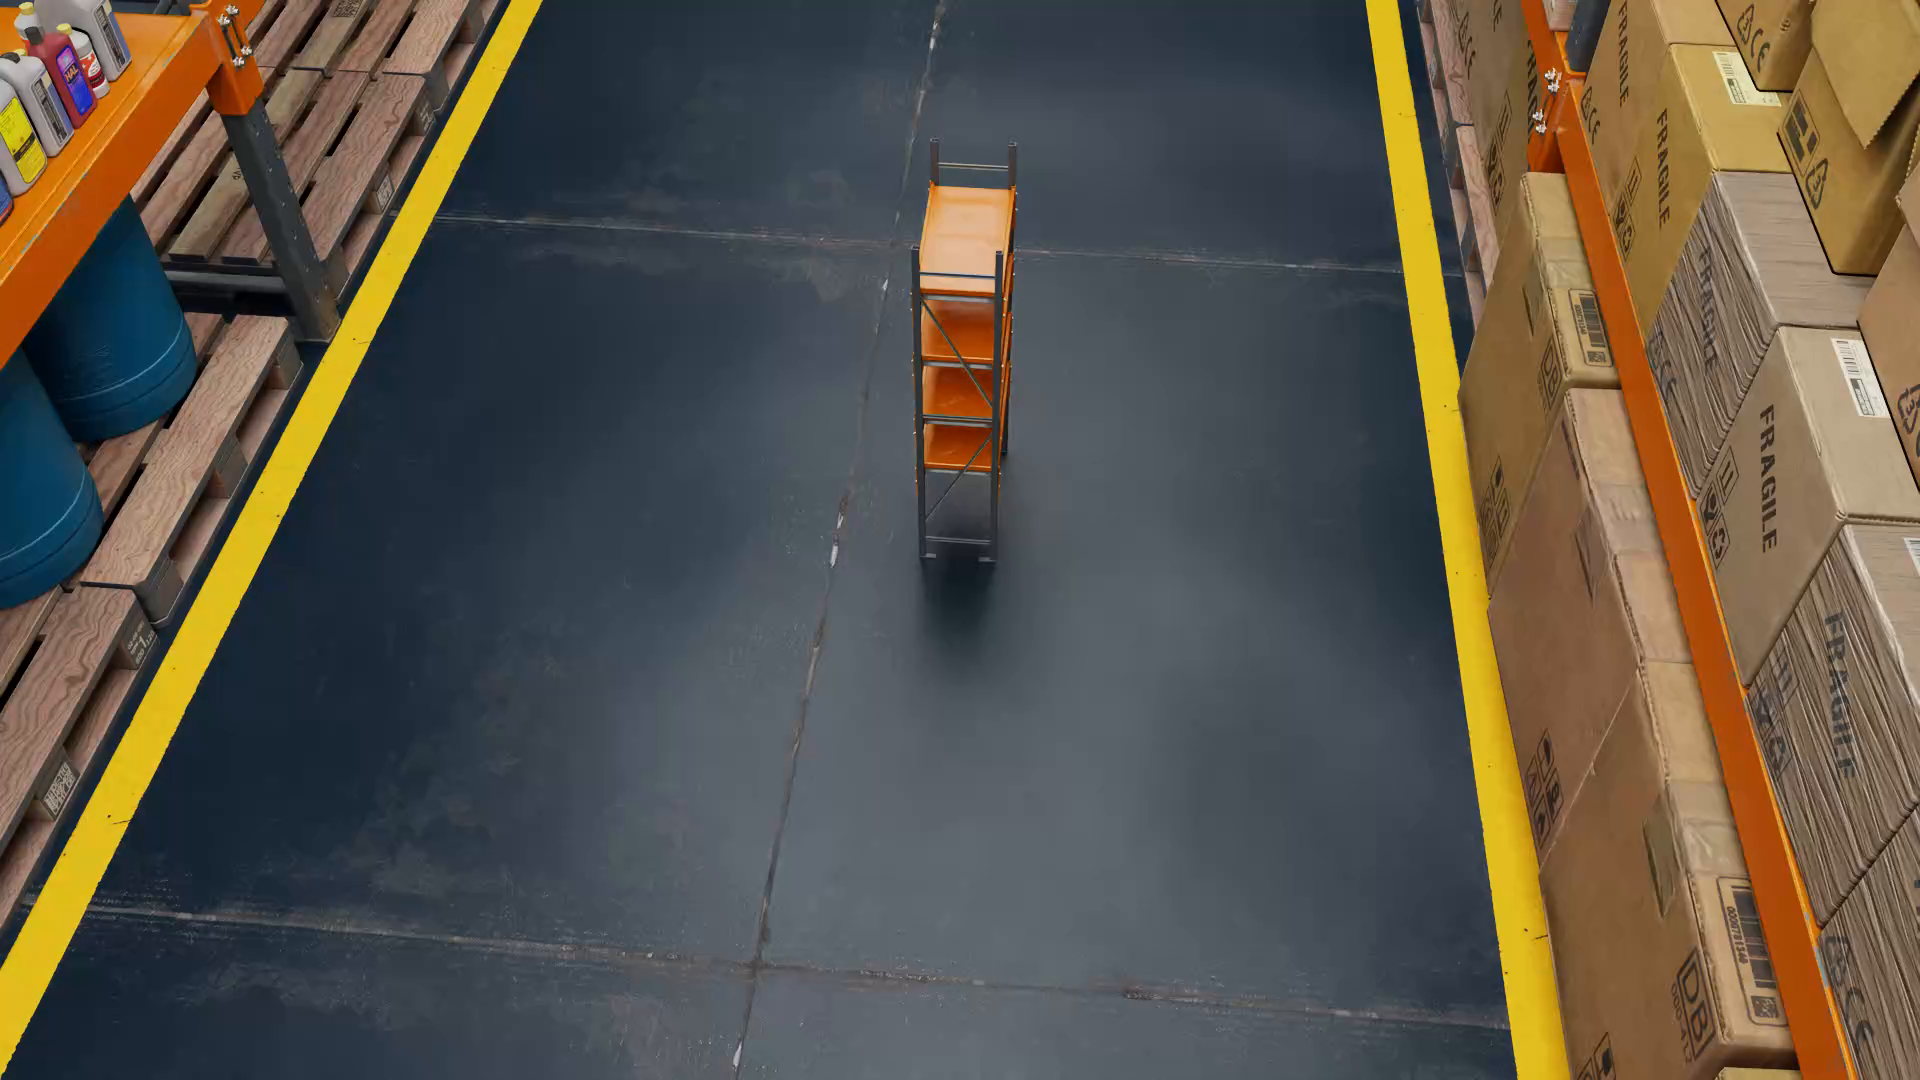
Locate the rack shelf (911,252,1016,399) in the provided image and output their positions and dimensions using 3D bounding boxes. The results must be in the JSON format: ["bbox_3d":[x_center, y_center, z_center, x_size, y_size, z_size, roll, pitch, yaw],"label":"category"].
[{"bbox_3d":[0.015,-0.632,4.803,0.258,0.148,0.480,4,48,4],"label":"rack shelf"}]

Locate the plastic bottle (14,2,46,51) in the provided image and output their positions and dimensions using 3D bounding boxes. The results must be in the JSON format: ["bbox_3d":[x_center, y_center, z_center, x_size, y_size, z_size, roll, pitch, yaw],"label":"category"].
[{"bbox_3d":[-2.558,-1.396,4.629,0.097,0.201,0.097,0,48,0],"label":"plastic bottle"}]

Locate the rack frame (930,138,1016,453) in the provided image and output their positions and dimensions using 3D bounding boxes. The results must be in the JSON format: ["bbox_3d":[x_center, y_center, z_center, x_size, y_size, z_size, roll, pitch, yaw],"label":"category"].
[{"bbox_3d":[0.037,-0.706,5.082,0.240,1.200,0.015,4,48,4],"label":"rack frame"}]

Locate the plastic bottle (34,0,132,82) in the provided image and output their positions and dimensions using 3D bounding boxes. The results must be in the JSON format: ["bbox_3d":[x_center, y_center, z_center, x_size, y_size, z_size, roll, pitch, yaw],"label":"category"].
[{"bbox_3d":[-2.432,-1.427,4.606,0.152,0.276,0.135,4,48,4],"label":"plastic bottle"}]

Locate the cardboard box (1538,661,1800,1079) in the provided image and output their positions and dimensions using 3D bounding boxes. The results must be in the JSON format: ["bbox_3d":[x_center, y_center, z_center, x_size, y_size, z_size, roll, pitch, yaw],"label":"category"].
[{"bbox_3d":[2.022,0.908,3.542,1.225,0.875,0.875,4,48,4],"label":"cardboard box"}]

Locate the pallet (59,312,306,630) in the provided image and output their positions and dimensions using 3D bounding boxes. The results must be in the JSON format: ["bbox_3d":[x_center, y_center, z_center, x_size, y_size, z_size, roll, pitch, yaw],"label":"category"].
[{"bbox_3d":[-2.830,-0.274,5.358,1.003,0.211,1.213,4,48,4],"label":"pallet"}]

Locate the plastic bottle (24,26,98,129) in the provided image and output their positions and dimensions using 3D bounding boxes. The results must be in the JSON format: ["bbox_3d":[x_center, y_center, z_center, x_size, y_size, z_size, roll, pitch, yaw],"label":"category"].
[{"bbox_3d":[-2.408,-1.256,4.445,0.061,0.283,0.133,4,48,4],"label":"plastic bottle"}]

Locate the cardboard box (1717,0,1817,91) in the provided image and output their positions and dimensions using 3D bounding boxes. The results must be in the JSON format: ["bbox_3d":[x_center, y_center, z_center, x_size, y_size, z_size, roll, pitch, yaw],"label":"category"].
[{"bbox_3d":[2.164,-1.349,3.704,0.797,0.503,0.637,3,48,3],"label":"cardboard box"}]

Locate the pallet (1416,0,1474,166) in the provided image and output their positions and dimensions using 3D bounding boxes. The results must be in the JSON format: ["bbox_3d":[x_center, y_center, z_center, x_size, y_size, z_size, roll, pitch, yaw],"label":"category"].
[{"bbox_3d":[2.470,-1.958,6.898,1.003,0.211,1.213,4,48,4],"label":"pallet"}]

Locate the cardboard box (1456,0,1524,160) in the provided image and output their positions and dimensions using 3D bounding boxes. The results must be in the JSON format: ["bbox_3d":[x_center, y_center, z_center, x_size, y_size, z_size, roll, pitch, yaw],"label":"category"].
[{"bbox_3d":[2.436,-2.012,6.213,0.875,0.875,0.875,4,48,4],"label":"cardboard box"}]

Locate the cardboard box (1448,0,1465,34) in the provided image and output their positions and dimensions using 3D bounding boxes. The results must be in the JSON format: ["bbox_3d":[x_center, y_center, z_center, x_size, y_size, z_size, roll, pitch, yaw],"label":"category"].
[{"bbox_3d":[2.517,-2.666,6.811,0.875,0.875,0.875,4,48,4],"label":"cardboard box"}]

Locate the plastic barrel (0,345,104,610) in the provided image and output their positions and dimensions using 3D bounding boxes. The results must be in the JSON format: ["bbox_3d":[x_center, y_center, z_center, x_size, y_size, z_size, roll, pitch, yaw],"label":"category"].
[{"bbox_3d":[-2.849,-0.294,4.624,0.600,0.901,0.708,4,48,4],"label":"plastic barrel"}]

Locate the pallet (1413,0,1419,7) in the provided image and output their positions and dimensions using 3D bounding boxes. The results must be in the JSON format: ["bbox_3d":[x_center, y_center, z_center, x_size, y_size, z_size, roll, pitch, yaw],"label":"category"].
[{"bbox_3d":[2.584,-2.852,7.716,1.003,0.211,1.213,4,48,4],"label":"pallet"}]

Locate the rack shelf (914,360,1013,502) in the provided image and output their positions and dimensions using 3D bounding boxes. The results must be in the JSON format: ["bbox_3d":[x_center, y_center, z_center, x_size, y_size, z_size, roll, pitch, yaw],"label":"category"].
[{"bbox_3d":[0.015,-0.347,5.115,0.258,0.148,0.480,4,48,4],"label":"rack shelf"}]

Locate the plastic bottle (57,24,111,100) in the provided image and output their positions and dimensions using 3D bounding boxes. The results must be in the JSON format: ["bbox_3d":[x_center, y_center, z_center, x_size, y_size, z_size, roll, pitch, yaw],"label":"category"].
[{"bbox_3d":[-2.416,-1.314,4.554,0.097,0.201,0.097,0,48,0],"label":"plastic bottle"}]

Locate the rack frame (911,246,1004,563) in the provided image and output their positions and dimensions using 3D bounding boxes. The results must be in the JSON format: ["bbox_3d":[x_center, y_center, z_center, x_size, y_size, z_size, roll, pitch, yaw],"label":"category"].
[{"bbox_3d":[-0.007,-0.347,4.755,0.240,1.200,0.015,4,48,4],"label":"rack frame"}]

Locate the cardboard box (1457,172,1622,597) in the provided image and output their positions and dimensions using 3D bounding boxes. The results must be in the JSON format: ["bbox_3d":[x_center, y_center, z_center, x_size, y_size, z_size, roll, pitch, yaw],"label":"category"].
[{"bbox_3d":[2.176,-0.400,4.738,1.225,0.875,0.875,4,48,4],"label":"cardboard box"}]

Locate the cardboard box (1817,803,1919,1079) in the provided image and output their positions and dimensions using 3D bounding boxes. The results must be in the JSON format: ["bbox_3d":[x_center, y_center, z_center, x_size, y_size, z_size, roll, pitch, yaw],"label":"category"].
[{"bbox_3d":[1.699,0.714,2.497,0.500,0.500,0.500,3,48,3],"label":"cardboard box"}]

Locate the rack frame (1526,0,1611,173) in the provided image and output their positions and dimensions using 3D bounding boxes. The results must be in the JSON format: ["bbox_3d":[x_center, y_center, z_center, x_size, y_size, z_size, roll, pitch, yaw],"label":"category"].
[{"bbox_3d":[2.214,-1.447,4.540,1.000,3.000,0.127,4,48,4],"label":"rack frame"}]

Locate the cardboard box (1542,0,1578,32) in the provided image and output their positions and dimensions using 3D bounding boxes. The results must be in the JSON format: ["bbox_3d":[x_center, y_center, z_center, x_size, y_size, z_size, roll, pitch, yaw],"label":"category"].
[{"bbox_3d":[1.916,-1.608,4.858,0.380,0.149,0.250,4,48,4],"label":"cardboard box"}]

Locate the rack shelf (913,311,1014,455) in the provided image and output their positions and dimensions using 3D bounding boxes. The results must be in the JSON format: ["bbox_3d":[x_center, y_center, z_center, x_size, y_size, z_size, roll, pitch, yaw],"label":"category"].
[{"bbox_3d":[0.015,-0.481,4.968,0.258,0.148,0.480,4,48,4],"label":"rack shelf"}]

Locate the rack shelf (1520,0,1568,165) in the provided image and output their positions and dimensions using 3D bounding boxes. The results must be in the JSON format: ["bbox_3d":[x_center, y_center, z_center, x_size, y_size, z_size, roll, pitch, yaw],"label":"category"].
[{"bbox_3d":[2.396,-2.674,6.150,1.077,0.370,4.000,4,48,4],"label":"rack shelf"}]

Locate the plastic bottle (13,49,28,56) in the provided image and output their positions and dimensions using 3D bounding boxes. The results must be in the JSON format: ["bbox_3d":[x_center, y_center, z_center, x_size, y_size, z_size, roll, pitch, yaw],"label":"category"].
[{"bbox_3d":[-2.488,-1.220,4.468,0.097,0.201,0.097,0,48,0],"label":"plastic bottle"}]

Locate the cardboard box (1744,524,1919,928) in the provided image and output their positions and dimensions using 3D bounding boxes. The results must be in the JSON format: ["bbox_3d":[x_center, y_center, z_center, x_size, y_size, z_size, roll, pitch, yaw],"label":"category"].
[{"bbox_3d":[1.743,0.332,2.846,0.500,0.500,0.500,2,48,2],"label":"cardboard box"}]

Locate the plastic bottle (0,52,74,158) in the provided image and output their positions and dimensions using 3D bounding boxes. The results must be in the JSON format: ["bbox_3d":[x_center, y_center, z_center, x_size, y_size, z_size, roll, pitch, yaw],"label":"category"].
[{"bbox_3d":[-2.466,-1.158,4.361,0.152,0.276,0.135,4,48,4],"label":"plastic bottle"}]

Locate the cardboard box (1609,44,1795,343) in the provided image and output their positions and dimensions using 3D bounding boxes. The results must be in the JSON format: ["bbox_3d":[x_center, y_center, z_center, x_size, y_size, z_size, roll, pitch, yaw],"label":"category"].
[{"bbox_3d":[1.878,-0.790,3.872,0.500,0.500,0.500,4,48,4],"label":"cardboard box"}]

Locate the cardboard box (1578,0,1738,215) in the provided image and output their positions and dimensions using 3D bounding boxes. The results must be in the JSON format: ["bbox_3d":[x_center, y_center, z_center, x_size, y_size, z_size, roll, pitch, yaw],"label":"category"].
[{"bbox_3d":[1.923,-1.159,4.210,0.500,0.500,0.500,4,48,4],"label":"cardboard box"}]

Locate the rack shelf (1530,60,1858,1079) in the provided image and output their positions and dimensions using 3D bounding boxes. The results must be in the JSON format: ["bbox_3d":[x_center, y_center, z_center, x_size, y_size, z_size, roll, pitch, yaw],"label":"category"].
[{"bbox_3d":[2.032,0.266,3.462,1.077,0.370,4.000,4,48,4],"label":"rack shelf"}]

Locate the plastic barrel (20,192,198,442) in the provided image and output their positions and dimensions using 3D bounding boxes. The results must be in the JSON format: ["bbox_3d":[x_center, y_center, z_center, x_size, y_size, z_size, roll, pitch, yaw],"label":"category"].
[{"bbox_3d":[-2.785,-0.815,5.100,0.600,0.901,0.708,4,48,4],"label":"plastic barrel"}]

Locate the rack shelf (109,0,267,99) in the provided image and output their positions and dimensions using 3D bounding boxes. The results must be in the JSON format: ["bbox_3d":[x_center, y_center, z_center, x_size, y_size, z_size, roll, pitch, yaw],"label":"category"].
[{"bbox_3d":[-2.536,-3.007,6.455,1.077,0.370,4.000,4,48,4],"label":"rack shelf"}]

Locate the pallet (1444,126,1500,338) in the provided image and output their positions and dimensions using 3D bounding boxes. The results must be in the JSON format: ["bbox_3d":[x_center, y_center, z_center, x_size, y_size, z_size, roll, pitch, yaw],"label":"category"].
[{"bbox_3d":[2.361,-1.059,6.076,1.003,0.211,1.213,4,48,4],"label":"pallet"}]

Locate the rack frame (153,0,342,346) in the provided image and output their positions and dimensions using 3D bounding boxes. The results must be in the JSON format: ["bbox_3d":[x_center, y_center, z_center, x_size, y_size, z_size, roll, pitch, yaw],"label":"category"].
[{"bbox_3d":[-2.718,-1.780,4.845,1.000,3.000,0.127,4,48,4],"label":"rack frame"}]

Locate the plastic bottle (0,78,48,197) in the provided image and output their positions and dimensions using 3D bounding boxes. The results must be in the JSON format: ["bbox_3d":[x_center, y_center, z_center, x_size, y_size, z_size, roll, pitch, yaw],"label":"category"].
[{"bbox_3d":[-2.476,-1.066,4.225,0.144,0.351,0.185,4,48,4],"label":"plastic bottle"}]

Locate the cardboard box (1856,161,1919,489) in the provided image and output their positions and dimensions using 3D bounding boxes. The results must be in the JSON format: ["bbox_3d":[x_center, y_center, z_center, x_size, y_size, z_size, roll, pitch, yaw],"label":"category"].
[{"bbox_3d":[2.049,-0.388,2.824,0.797,0.503,0.637,5,48,5],"label":"cardboard box"}]

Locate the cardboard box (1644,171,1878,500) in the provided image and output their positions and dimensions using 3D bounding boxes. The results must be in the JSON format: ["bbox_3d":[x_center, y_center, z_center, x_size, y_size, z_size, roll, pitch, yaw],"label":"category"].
[{"bbox_3d":[1.832,-0.422,3.535,0.500,0.500,0.500,3,48,3],"label":"cardboard box"}]

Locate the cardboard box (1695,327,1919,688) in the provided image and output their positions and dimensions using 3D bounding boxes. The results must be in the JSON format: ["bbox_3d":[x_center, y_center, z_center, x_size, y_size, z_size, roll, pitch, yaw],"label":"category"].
[{"bbox_3d":[1.790,-0.042,3.188,0.500,0.500,0.500,5,48,4],"label":"cardboard box"}]

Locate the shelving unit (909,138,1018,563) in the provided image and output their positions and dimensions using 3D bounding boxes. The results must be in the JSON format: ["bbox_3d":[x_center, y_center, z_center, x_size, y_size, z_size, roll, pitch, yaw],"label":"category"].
[{"bbox_3d":[0.015,-0.527,4.918,0.258,1.200,0.503,4,48,4],"label":"shelving unit"}]

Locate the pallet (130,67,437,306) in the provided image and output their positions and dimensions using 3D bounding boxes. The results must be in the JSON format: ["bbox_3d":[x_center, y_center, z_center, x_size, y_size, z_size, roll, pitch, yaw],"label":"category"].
[{"bbox_3d":[-2.690,-1.382,6.371,1.003,0.211,1.213,4,48,4],"label":"pallet"}]

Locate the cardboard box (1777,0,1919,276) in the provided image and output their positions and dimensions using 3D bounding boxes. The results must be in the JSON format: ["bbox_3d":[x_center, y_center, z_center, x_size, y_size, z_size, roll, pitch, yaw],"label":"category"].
[{"bbox_3d":[2.090,-0.846,3.243,0.797,0.503,0.637,4,48,4],"label":"cardboard box"}]

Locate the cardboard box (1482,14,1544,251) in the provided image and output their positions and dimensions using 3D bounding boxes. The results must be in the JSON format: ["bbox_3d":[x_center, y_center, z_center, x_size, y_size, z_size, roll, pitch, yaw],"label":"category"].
[{"bbox_3d":[2.354,-1.351,5.608,0.875,0.875,0.875,4,48,4],"label":"cardboard box"}]

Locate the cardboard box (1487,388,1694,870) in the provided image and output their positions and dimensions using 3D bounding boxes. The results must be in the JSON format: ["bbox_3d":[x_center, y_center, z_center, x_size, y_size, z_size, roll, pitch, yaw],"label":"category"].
[{"bbox_3d":[2.095,0.257,4.137,1.225,0.875,0.875,2,48,2],"label":"cardboard box"}]

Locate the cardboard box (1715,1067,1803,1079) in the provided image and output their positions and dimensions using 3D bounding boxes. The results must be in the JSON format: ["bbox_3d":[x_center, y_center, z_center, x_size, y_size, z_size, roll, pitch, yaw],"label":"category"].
[{"bbox_3d":[1.933,1.562,2.944,1.225,0.875,0.875,2,48,2],"label":"cardboard box"}]

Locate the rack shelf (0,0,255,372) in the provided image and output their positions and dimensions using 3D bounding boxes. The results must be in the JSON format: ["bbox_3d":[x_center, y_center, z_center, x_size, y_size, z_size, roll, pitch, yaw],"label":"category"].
[{"bbox_3d":[-2.901,-0.067,3.766,1.077,0.370,4.000,4,48,4],"label":"rack shelf"}]

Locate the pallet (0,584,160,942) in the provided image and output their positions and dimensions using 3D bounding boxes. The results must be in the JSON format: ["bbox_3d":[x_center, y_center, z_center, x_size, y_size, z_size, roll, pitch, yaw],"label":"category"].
[{"bbox_3d":[-2.939,0.624,4.536,1.003,0.211,1.213,4,48,4],"label":"pallet"}]

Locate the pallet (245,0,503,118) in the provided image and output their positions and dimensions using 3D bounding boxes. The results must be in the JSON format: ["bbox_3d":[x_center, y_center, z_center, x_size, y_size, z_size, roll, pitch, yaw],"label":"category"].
[{"bbox_3d":[-2.581,-2.281,7.193,1.003,0.211,1.213,4,48,4],"label":"pallet"}]

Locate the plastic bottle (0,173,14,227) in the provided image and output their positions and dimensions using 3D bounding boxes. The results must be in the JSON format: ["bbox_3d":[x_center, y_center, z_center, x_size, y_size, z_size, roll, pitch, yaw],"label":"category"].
[{"bbox_3d":[-2.493,-0.930,4.101,0.144,0.351,0.185,4,48,4],"label":"plastic bottle"}]

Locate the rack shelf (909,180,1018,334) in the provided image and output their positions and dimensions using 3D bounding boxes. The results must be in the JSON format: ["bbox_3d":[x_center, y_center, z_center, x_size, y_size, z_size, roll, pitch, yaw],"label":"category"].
[{"bbox_3d":[0.015,-0.792,4.629,0.258,0.148,0.480,4,48,4],"label":"rack shelf"}]
